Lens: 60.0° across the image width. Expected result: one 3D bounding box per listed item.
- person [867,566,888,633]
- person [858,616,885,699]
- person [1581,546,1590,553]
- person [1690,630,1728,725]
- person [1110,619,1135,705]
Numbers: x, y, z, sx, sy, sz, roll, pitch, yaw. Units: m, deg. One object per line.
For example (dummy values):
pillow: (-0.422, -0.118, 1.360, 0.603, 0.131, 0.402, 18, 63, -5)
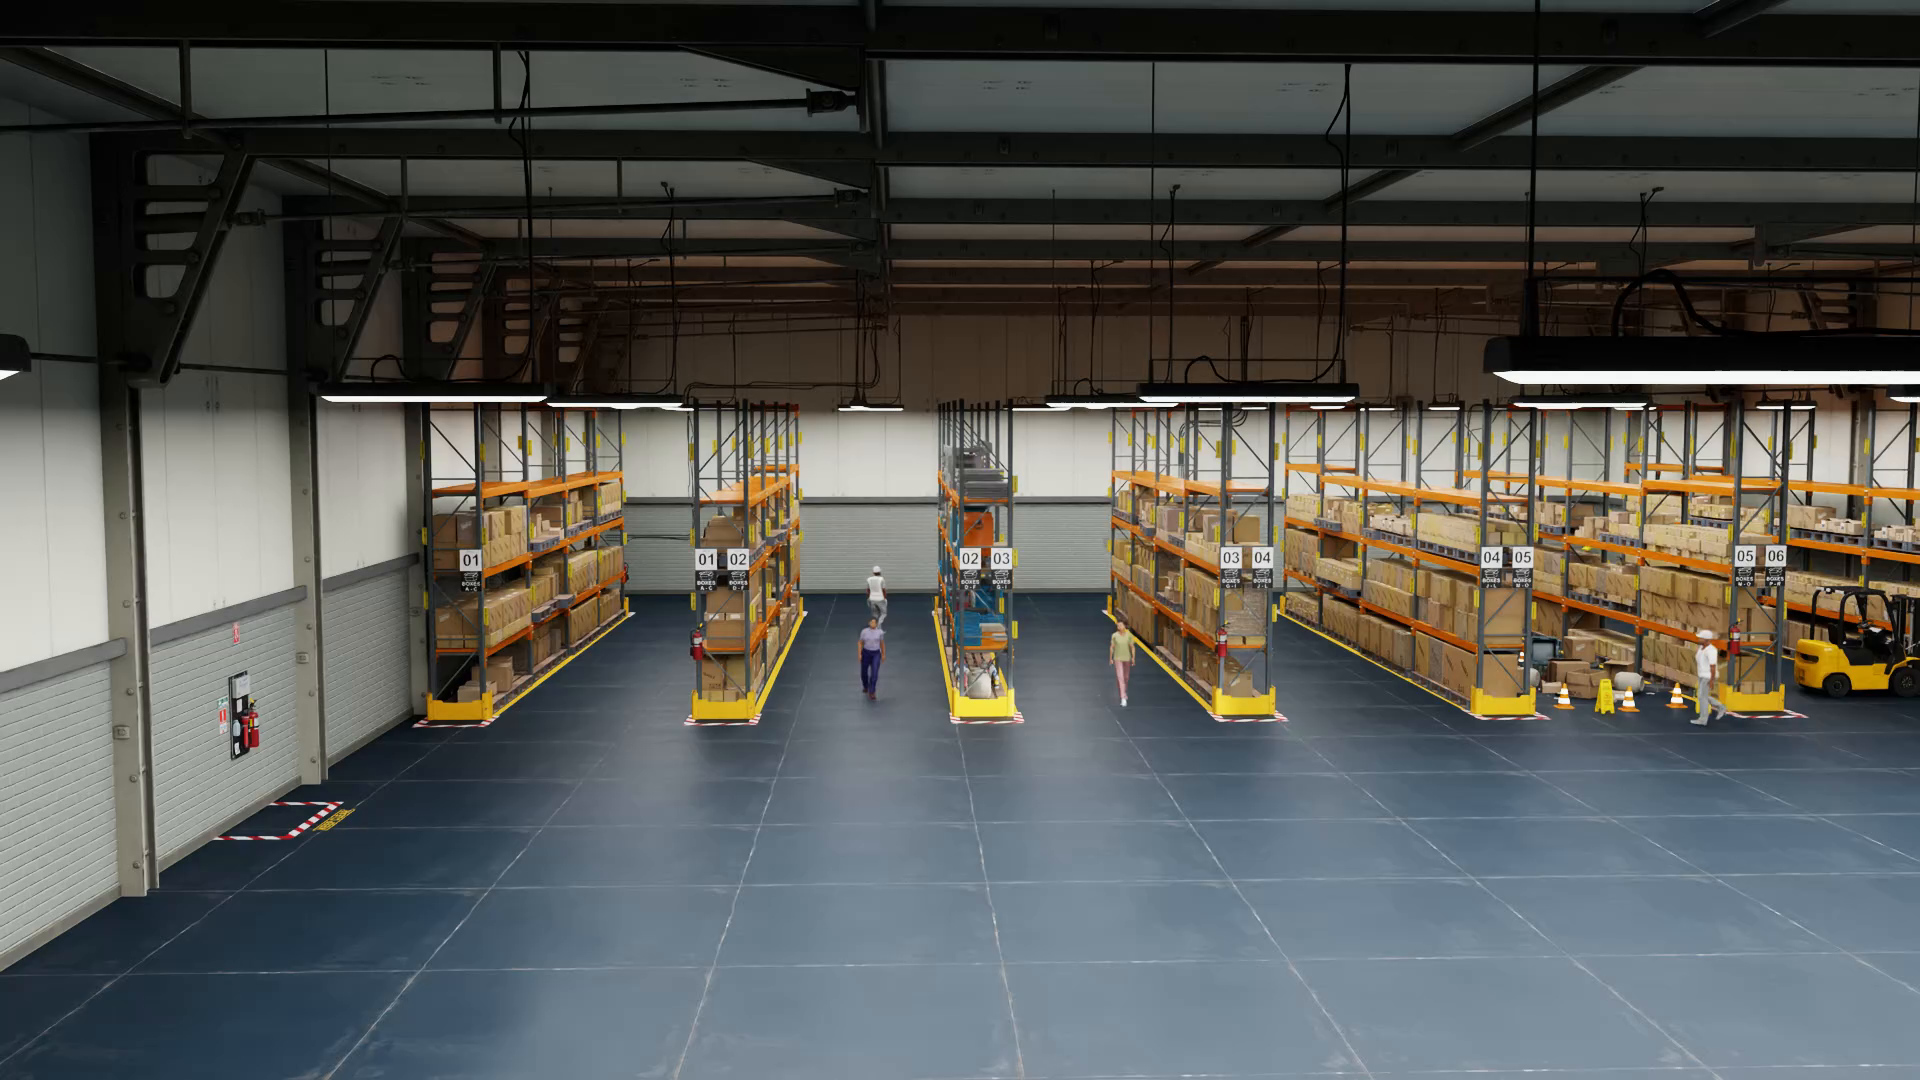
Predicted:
person: (-2.159, 1.567, 43.096, 0.603, 1.786, 0.518, 2, 5, 29)
person: (-1.791, 2.364, 33.710, 0.557, 1.619, 0.822, -1, 4, -7)
person: (18.758, 1.047, 49.812, 0.578, 1.760, 0.598, 0, 4, -6)
person: (13.800, 2.520, 30.573, 0.720, 1.752, 0.581, 0, 4, 5)
person: (3.231, 2.386, 32.867, 0.483, 1.639, 0.857, 0, 4, -4)
